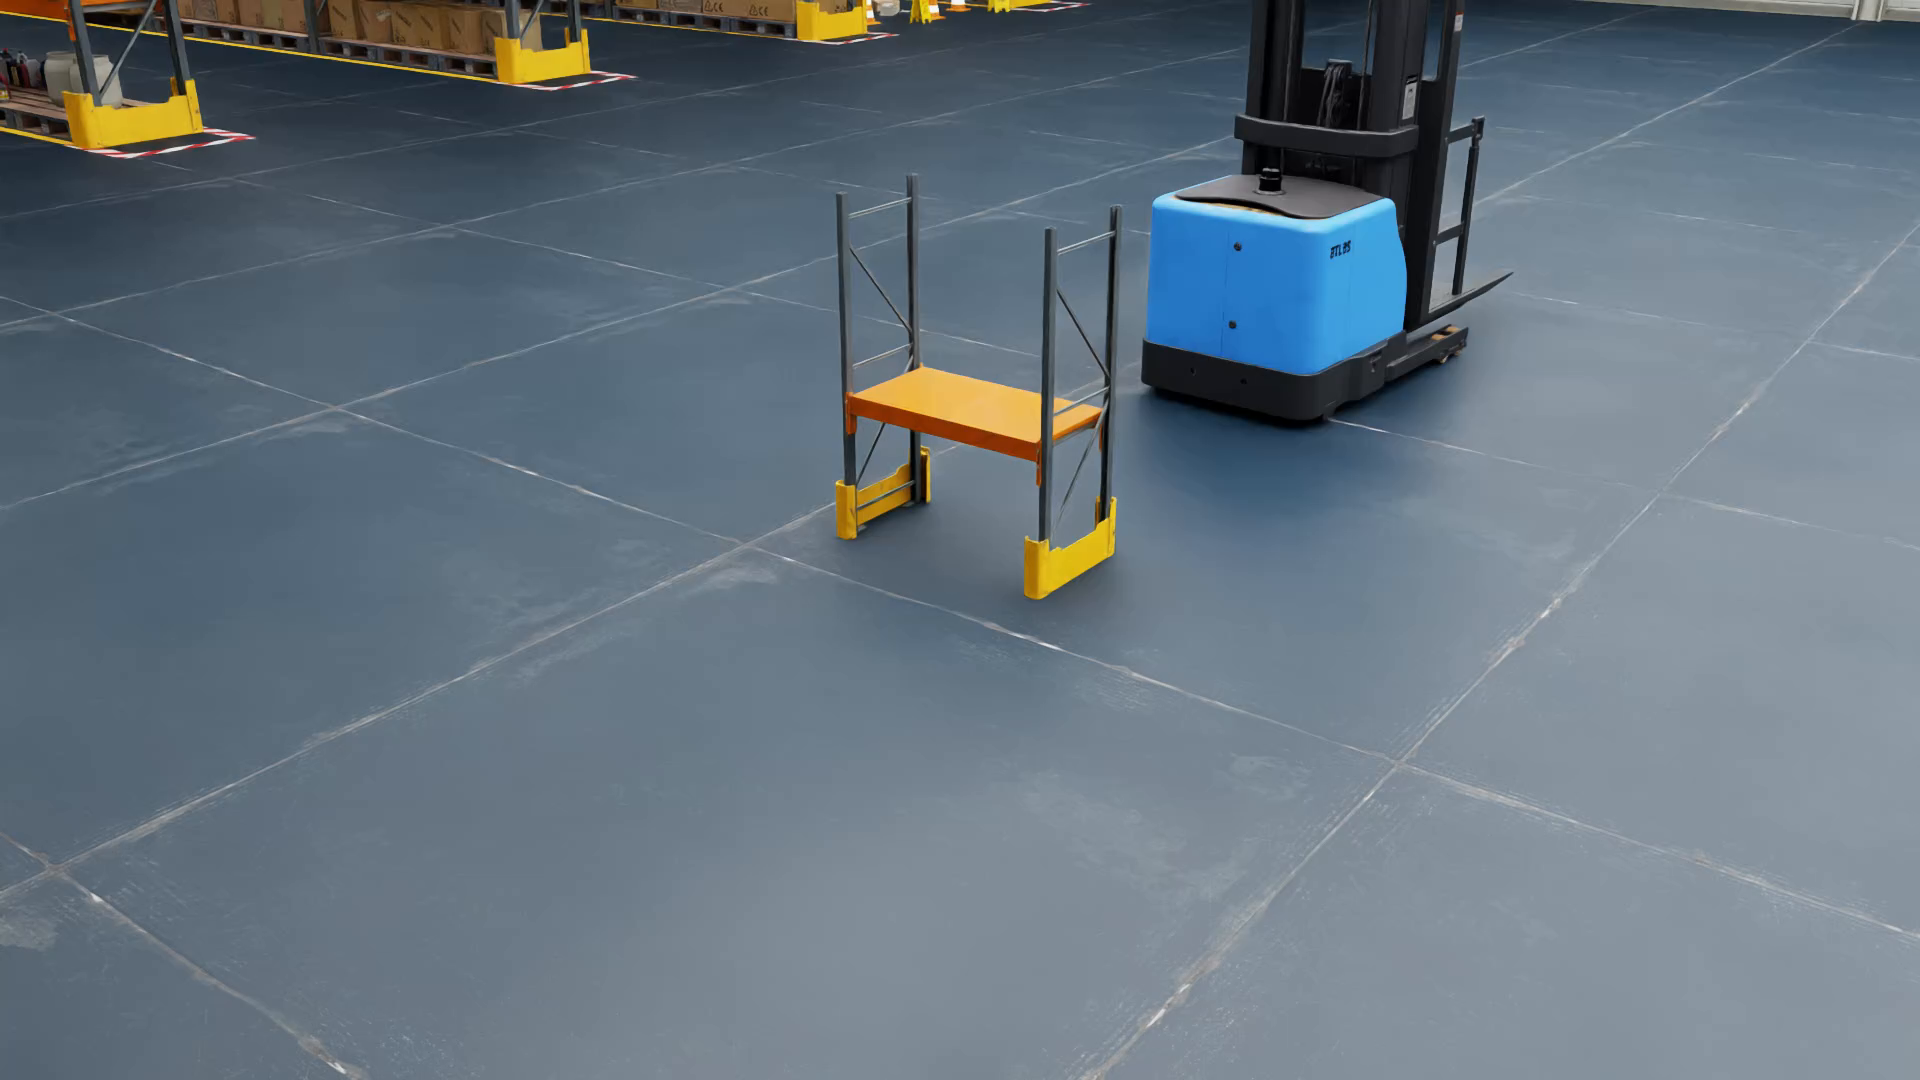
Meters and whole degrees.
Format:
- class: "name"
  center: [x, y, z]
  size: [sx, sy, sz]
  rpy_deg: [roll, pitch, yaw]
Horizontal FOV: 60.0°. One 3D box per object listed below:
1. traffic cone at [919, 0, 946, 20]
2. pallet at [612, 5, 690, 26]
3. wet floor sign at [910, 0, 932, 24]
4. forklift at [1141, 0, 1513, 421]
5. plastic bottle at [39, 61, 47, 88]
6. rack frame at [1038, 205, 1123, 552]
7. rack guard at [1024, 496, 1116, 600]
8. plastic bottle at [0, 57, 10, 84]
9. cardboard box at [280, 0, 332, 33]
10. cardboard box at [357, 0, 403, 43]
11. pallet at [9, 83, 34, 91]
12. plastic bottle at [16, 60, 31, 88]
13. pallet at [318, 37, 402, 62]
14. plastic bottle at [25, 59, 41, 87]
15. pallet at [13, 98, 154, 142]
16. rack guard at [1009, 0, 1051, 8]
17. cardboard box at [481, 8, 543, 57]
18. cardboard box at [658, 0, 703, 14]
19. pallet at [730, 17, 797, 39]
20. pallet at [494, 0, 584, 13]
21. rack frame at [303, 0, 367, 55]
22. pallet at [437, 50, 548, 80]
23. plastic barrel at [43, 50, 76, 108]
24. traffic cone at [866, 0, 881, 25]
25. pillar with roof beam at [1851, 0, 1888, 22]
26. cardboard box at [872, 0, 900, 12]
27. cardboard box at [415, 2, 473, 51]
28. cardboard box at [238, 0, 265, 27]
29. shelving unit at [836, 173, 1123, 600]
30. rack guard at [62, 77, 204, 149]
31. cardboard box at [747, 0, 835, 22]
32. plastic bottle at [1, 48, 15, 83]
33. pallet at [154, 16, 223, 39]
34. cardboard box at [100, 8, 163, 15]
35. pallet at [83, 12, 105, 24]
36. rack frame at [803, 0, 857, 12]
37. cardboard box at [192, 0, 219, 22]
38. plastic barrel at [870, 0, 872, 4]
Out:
- class: "traffic cone"
  center: [-0.419, -8.124, 25.115]
  size: [0.334, 0.463, 0.336]
  rpy_deg: [17, 29, 33]
- class: "pallet"
  center: [-4.435, -7.898, 24.914]
  size: [1.213, 0.211, 1.003]
  rpy_deg: [17, 29, 33]
- class: "wet floor sign"
  center: [-0.585, -7.970, 24.540]
  size: [0.232, 0.644, 0.267]
  rpy_deg: [12, 26, 24]
- class: "forklift"
  center: [2.308, -2.471, 9.223]
  size: [1.130, 2.935, 3.031]
  rpy_deg: [18, 30, 36]
- class: "plastic bottle"
  center: [-9.602, -4.890, 17.466]
  size: [0.097, 0.271, 0.097]
  rpy_deg: [0, 24, 0]
- class: "rack frame"
  center: [0.475, -0.543, 6.622]
  size: [0.032, 1.500, 0.500]
  rpy_deg: [17, 29, 33]
- class: "rack guard"
  center: [0.459, 0.024, 6.884]
  size: [0.087, 0.250, 0.587]
  rpy_deg: [17, 29, 33]
- class: "plastic bottle"
  center: [-10.249, -5.001, 17.713]
  size: [0.135, 0.276, 0.152]
  rpy_deg: [17, 29, 33]
- class: "cardboard box"
  center: [-8.530, -7.020, 22.018]
  size: [0.500, 0.500, 0.700]
  rpy_deg: [14, 28, 29]
- class: "cardboard box"
  center: [-7.293, -6.610, 21.111]
  size: [0.500, 0.500, 0.500]
  rpy_deg: [-16, 28, -31]
- class: "pallet"
  center: [-10.510, -4.758, 17.786]
  size: [1.213, 0.211, 1.003]
  rpy_deg: [17, 29, 33]
- class: "plastic bottle"
  center: [-9.858, -4.905, 17.486]
  size: [0.133, 0.283, 0.061]
  rpy_deg: [17, 29, 33]
- class: "pallet"
  center: [-7.493, -6.380, 21.469]
  size: [1.213, 0.211, 1.003]
  rpy_deg: [17, 29, 33]
- class: "plastic bottle"
  center: [-9.794, -4.937, 17.566]
  size: [0.135, 0.276, 0.152]
  rpy_deg: [17, 29, 34]
- class: "pallet"
  center: [-8.557, -4.168, 16.447]
  size: [1.213, 0.211, 1.003]
  rpy_deg: [17, 29, 33]
- class: "rack guard"
  center: [1.032, -8.912, 26.857]
  size: [0.348, 0.500, 1.175]
  rpy_deg: [17, 29, 33]
- class: "cardboard box"
  center: [-5.341, -6.045, 19.829]
  size: [0.500, 0.500, 0.500]
  rpy_deg: [-20, 31, -38]
- class: "cardboard box"
  center: [-3.811, -8.212, 24.282]
  size: [0.875, 0.875, 0.875]
  rpy_deg: [17, 29, 34]
- class: "pallet"
  center: [-2.482, -7.308, 23.575]
  size: [1.213, 0.211, 1.003]
  rpy_deg: [17, 29, 33]
- class: "pallet"
  center: [-6.639, -8.564, 26.426]
  size: [1.213, 0.211, 1.003]
  rpy_deg: [17, 29, 33]
- class: "rack frame"
  center: [-8.052, -7.807, 21.250]
  size: [0.127, 3.000, 1.000]
  rpy_deg: [17, 29, 33]
- class: "pallet"
  center: [-5.541, -5.790, 20.130]
  size: [1.213, 0.211, 1.003]
  rpy_deg: [17, 29, 33]
- class: "plastic barrel"
  center: [-8.795, -4.552, 16.425]
  size: [0.421, 0.512, 0.421]
  rpy_deg: [0, 24, 0]
- class: "traffic cone"
  center: [-1.369, -7.842, 24.474]
  size: [0.334, 0.463, 0.336]
  rpy_deg: [17, 29, 33]
- class: "pillar with roof beam"
  center: [11.070, -10.554, 20.042]
  size: [0.400, 9.000, 9.100]
  rpy_deg: [17, 29, 33]
- class: "cardboard box"
  center: [-1.167, -8.398, 26.126]
  size: [0.380, 0.149, 0.250]
  rpy_deg: [-10, 26, -21]
- class: "cardboard box"
  center: [-6.329, -6.336, 20.489]
  size: [0.500, 0.500, 0.500]
  rpy_deg: [20, 31, 38]
- class: "cardboard box"
  center: [-9.348, -7.277, 22.600]
  size: [0.500, 0.500, 0.700]
  rpy_deg: [14, 27, 29]
- class: "shelving unit"
  center: [0.061, -0.668, 6.906]
  size: [1.083, 1.500, 0.587]
  rpy_deg: [17, 29, 33]
- class: "rack guard"
  center: [-7.910, -4.102, 15.939]
  size: [0.348, 0.500, 1.175]
  rpy_deg: [17, 29, 33]
- class: "cardboard box"
  center: [-2.378, -7.779, 23.298]
  size: [0.875, 0.875, 0.875]
  rpy_deg: [17, 29, 34]
- class: "plastic bottle"
  center: [-10.180, -5.089, 17.821]
  size: [0.185, 0.351, 0.144]
  rpy_deg: [15, 28, 31]
- class: "pallet"
  center: [-10.628, -7.309, 23.577]
  size: [1.213, 0.211, 1.003]
  rpy_deg: [17, 29, 33]
- class: "cardboard box"
  center: [-11.792, -8.168, 24.183]
  size: [0.875, 0.875, 1.225]
  rpy_deg: [15, 28, 31]
- class: "pallet"
  center: [-12.810, -8.009, 25.165]
  size: [1.213, 0.211, 1.003]
  rpy_deg: [17, 29, 33]
- class: "rack frame"
  center: [-1.795, -8.416, 22.631]
  size: [0.127, 3.000, 1.000]
  rpy_deg: [17, 29, 33]
- class: "cardboard box"
  center: [-10.253, -7.547, 23.212]
  size: [0.500, 0.500, 0.700]
  rpy_deg: [14, 27, 29]
- class: "plastic barrel"
  center: [-1.468, -8.870, 26.856]
  size: [0.512, 0.421, 0.421]
  rpy_deg: [-5, 24, -12]
